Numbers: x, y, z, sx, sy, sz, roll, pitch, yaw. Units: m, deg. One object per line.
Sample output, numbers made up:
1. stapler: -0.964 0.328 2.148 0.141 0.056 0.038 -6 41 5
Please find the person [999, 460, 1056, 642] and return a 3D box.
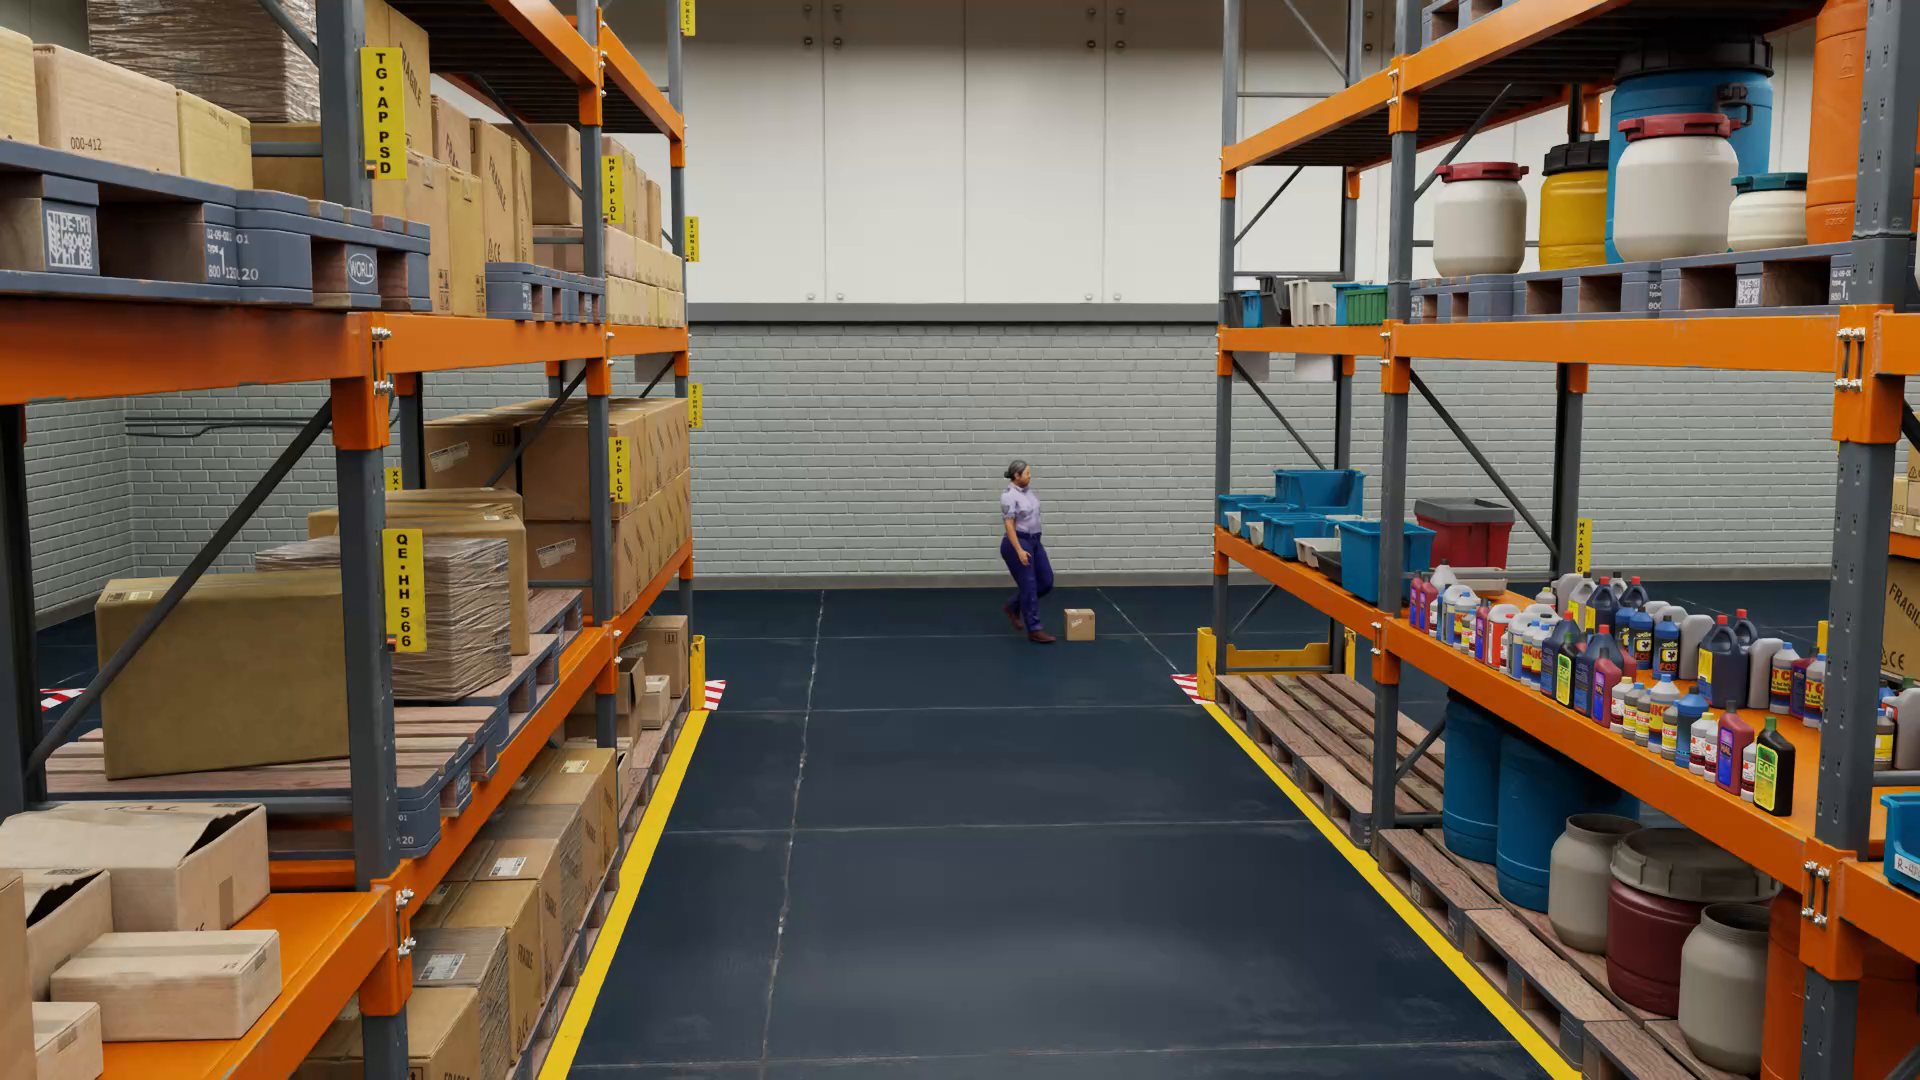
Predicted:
1. person: 0.629 0.083 15.117 0.649 1.627 0.521 4 8 30
